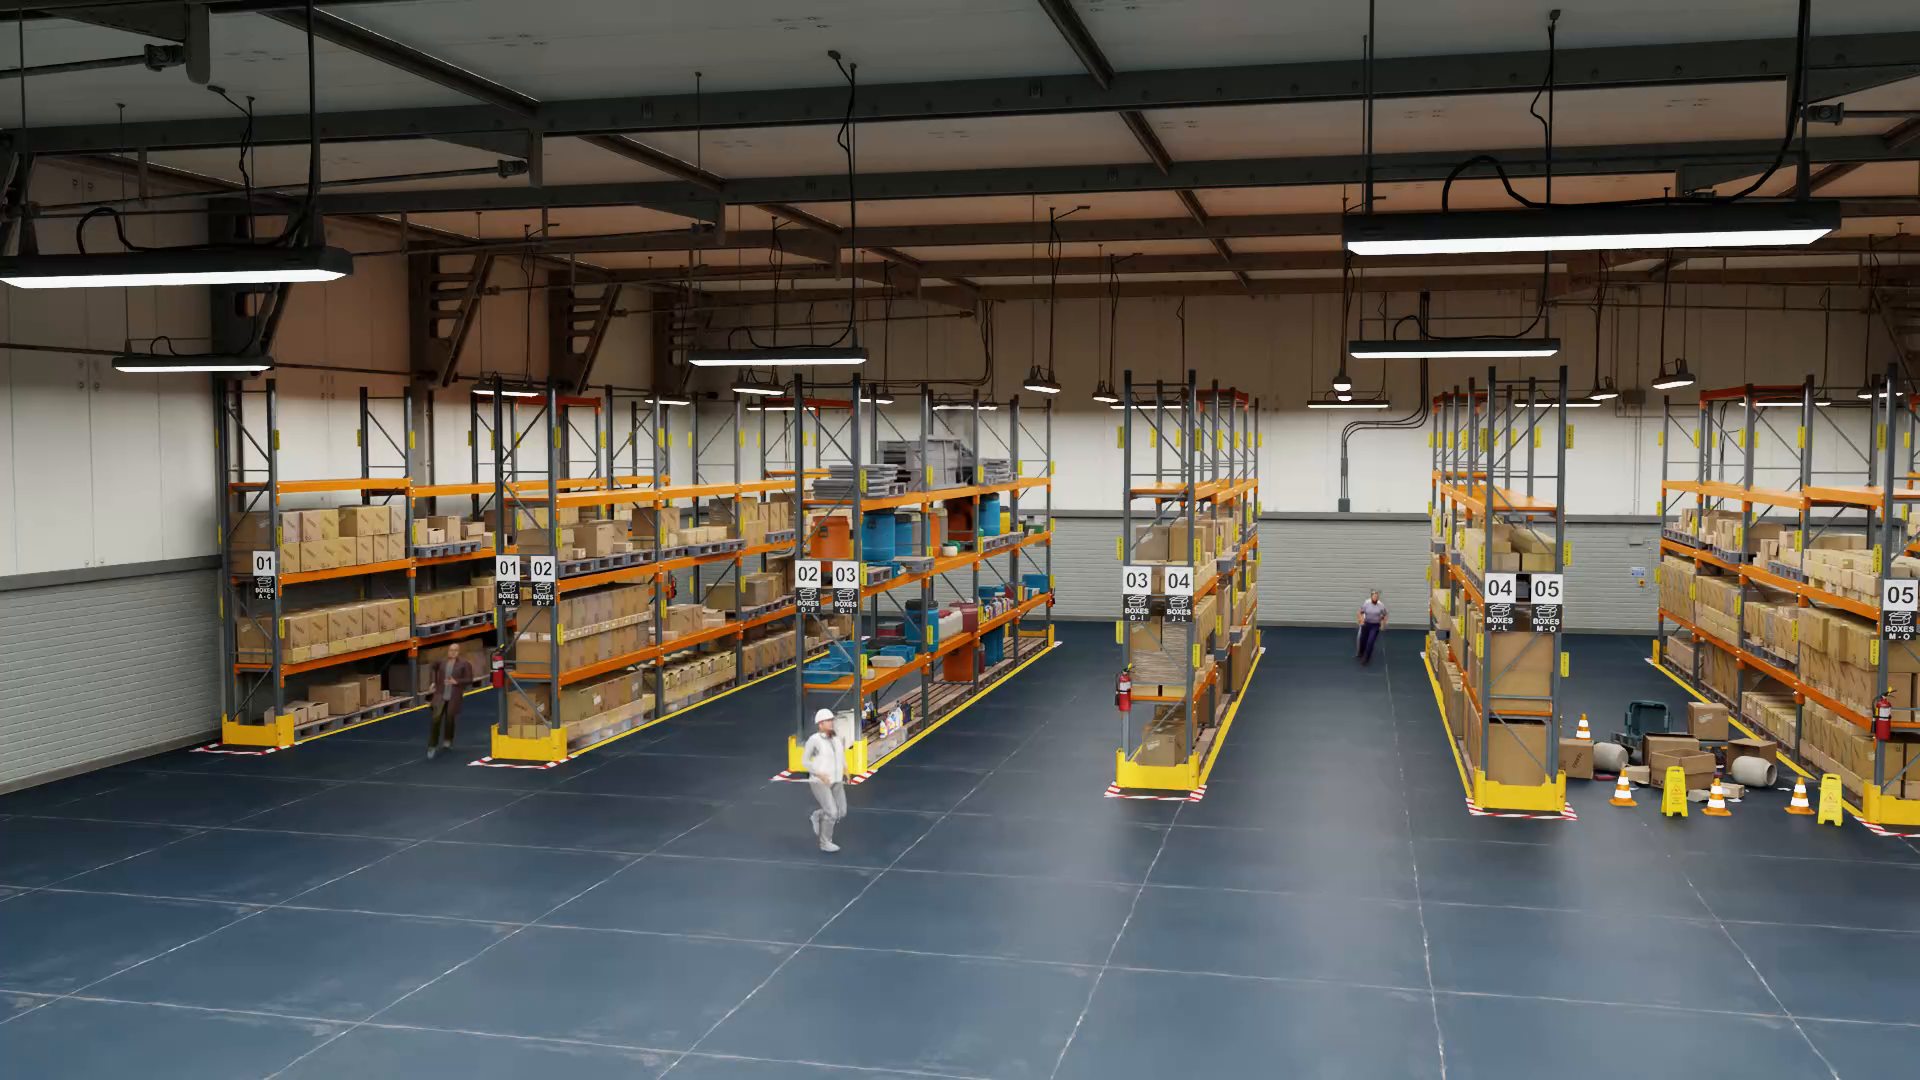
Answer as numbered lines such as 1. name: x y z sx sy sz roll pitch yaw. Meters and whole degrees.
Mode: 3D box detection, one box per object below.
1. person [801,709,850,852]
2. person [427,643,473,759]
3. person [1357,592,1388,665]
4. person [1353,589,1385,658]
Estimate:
1. person: -1.666 2.919 20.313 0.614 1.729 0.705 3 5 41
2. person: -8.128 2.550 26.570 0.709 1.824 0.909 0 3 -8
3. person: 9.254 1.975 37.310 0.669 1.601 0.765 1 4 15
4. person: 9.501 1.916 38.359 0.684 1.610 0.616 2 4 36
